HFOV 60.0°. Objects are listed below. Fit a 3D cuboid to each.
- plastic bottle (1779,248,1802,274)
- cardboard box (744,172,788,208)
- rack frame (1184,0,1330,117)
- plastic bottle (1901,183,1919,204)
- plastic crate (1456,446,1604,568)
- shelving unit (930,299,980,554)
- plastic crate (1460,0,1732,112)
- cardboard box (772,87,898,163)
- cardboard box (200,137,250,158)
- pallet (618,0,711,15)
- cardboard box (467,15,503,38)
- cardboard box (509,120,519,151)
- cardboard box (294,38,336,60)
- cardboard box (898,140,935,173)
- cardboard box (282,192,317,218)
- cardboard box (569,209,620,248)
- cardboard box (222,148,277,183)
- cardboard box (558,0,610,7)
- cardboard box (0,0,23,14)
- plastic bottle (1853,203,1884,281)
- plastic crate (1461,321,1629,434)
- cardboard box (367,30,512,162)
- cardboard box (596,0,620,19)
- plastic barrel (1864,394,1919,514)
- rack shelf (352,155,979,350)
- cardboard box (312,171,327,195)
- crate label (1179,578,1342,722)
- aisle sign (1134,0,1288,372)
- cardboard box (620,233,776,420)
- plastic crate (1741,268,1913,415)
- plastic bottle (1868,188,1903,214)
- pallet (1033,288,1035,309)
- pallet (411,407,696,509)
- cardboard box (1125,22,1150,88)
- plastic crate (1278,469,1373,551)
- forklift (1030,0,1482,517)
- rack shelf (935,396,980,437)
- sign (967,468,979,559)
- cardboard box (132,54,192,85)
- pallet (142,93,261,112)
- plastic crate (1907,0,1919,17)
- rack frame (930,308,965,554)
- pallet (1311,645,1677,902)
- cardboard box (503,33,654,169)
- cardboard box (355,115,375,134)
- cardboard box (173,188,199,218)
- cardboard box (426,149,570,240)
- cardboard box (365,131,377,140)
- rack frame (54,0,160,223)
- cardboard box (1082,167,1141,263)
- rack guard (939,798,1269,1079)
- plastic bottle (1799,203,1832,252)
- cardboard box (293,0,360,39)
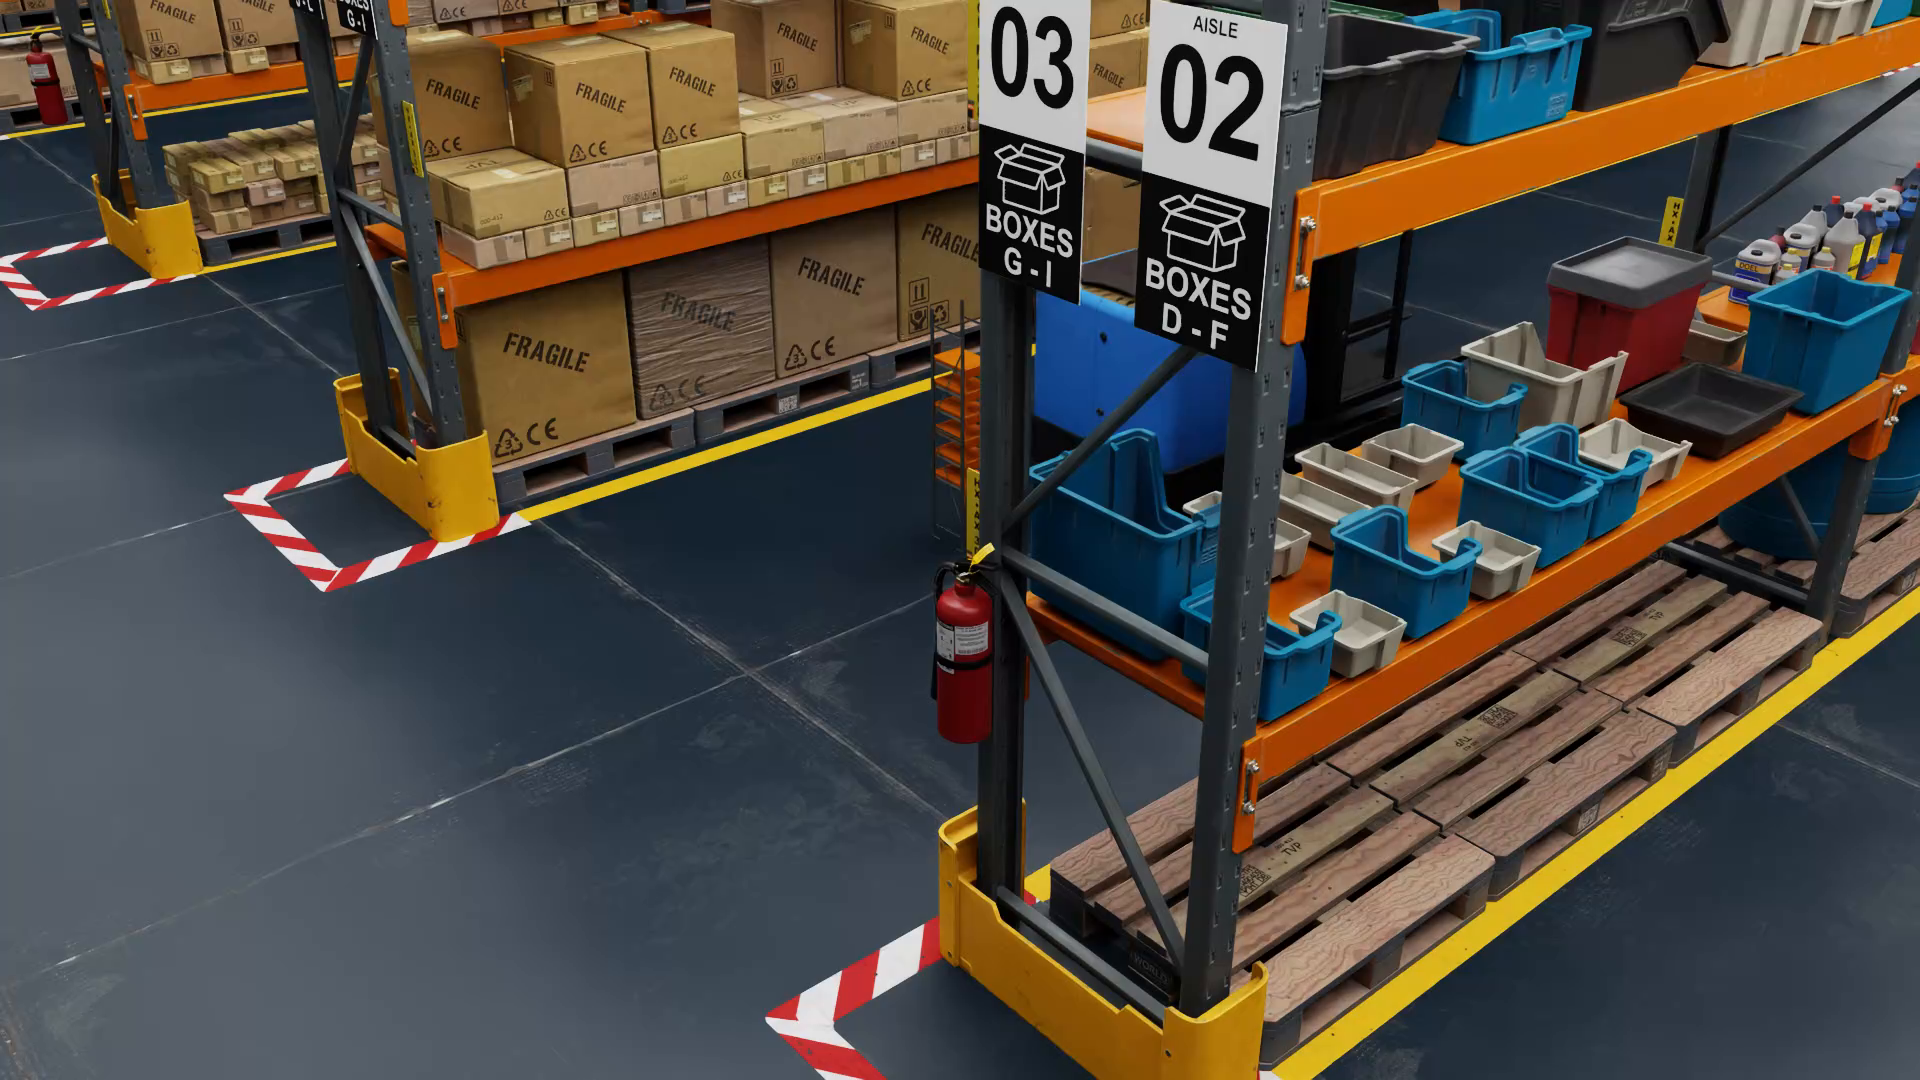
[{"bbox_3d":[3.768,-1.228,7.575,0.097,0.201,0.097,0,28,0],"label":"plastic bottle"},{"bbox_3d":[-1.137,-1.917,8.922,0.250,0.149,0.380,-23,36,-36],"label":"cardboard box"},{"bbox_3d":[0.424,-2.437,3.262,0.127,3.000,1.000,-22,35,-35],"label":"rack frame"},{"bbox_3d":[4.709,-1.637,8.266,0.097,0.271,0.097,0,28,0],"label":"plastic bottle"},{"bbox_3d":[1.827,-0.104,5.375,0.300,0.233,0.416,-22,35,-35],"label":"plastic crate"},{"bbox_3d":[0.011,-0.534,7.975,0.189,1.200,0.258,-22,35,-35],"label":"shelving unit"},{"bbox_3d":[1.765,-1.455,4.674,0.767,0.338,0.504,-22,35,-35],"label":"plastic crate"},{"bbox_3d":[-0.694,-2.311,9.235,0.500,0.250,0.500,-21,35,-34],"label":"cardboard box"},{"bbox_3d":[-5.466,-2.875,12.396,0.250,0.149,0.380,-21,35,-34],"label":"cardboard box"},{"bbox_3d":[-2.214,-4.697,14.060,1.213,0.211,1.003,-22,35,-35],"label":"pallet"},{"bbox_3d":[-3.722,-3.976,12.773,0.250,0.149,0.380,-24,36,-37],"label":"cardboard box"},{"bbox_3d":[-2.208,-2.030,8.710,0.500,0.250,0.500,-23,35,-36],"label":"cardboard box"},{"bbox_3d":[-4.737,-3.605,12.080,0.250,0.149,0.380,-22,35,-35],"label":"cardboard box"},{"bbox_3d":[-0.354,-2.233,9.512,0.250,0.149,0.380,-21,35,-34],"label":"cardboard box"},{"bbox_3d":[-4.996,-2.537,12.395,0.250,0.149,0.380,-21,35,-34],"label":"cardboard box"},{"bbox_3d":[-1.918,-1.604,8.335,0.250,0.149,0.380,-23,36,-36],"label":"cardboard box"},{"bbox_3d":[-5.182,-2.732,12.128,0.250,0.149,0.380,-21,35,-34],"label":"cardboard box"},{"bbox_3d":[-3.075,-4.526,13.115,0.500,0.500,0.500,-22,35,-35],"label":"cardboard box"},{"bbox_3d":[-11.245,-6.382,19.216,0.500,0.500,0.700,-20,34,-33],"label":"cardboard box"},{"bbox_3d":[4.188,-1.396,7.732,0.185,0.351,0.144,-22,35,-35],"label":"plastic bottle"},{"bbox_3d":[2.186,-0.588,6.229,0.530,0.282,0.437,-22,35,-35],"label":"plastic crate"},{"bbox_3d":[-2.591,-2.206,8.243,0.500,0.500,0.500,-21,35,-34],"label":"cardboard box"},{"bbox_3d":[-2.955,-4.318,13.413,0.250,0.149,0.380,-22,35,-35],"label":"cardboard box"},{"bbox_3d":[4.431,-0.651,8.067,0.708,0.901,0.600,-22,35,-35],"label":"plastic barrel"},{"bbox_3d":[-1.269,-1.861,9.314,4.000,0.370,1.077,-22,35,-35],"label":"rack shelf"},{"bbox_3d":[-4.729,-2.713,12.408,0.250,0.149,0.380,-21,34,-33],"label":"cardboard box"},{"bbox_3d":[0.825,0.299,4.622,0.303,0.233,0.416,-22,35,-35],"label":"crate label"},{"bbox_3d":[0.562,-0.809,3.823,0.004,0.787,0.394,-22,35,-35],"label":"aisle sign"},{"bbox_3d":[-1.663,-1.318,9.342,0.875,0.875,0.875,-22,35,-35],"label":"cardboard box"},{"bbox_3d":[3.333,-0.769,6.459,0.575,0.384,0.392,-22,35,-35],"label":"plastic crate"},{"bbox_3d":[4.497,-1.574,8.145,0.135,0.276,0.152,-22,35,-35],"label":"plastic bottle"},{"bbox_3d":[0.790,-1.824,11.438,1.213,0.211,1.003,-22,35,-35],"label":"pallet"},{"bbox_3d":[-2.233,-0.609,9.167,1.213,0.211,1.003,-22,35,-35],"label":"pallet"},{"bbox_3d":[1.146,-3.040,10.649,0.500,0.500,0.500,-22,35,-35],"label":"cardboard box"},{"bbox_3d":[1.157,-0.099,5.468,0.243,0.136,0.396,-22,35,-35],"label":"plastic crate"},{"bbox_3d":[1.841,-1.966,8.819,3.031,2.935,1.130,-21,35,-34],"label":"forklift"},{"bbox_3d":[0.011,-0.600,7.940,0.180,0.103,0.258,-22,35,-35],"label":"rack shelf"},{"bbox_3d":[0.055,-0.055,4.997,0.005,0.325,0.100,-22,35,-35],"label":"sign"},{"bbox_3d":[-5.474,-3.247,11.410,0.250,0.149,0.380,-22,35,-35],"label":"cardboard box"},{"bbox_3d":[-7.738,-4.534,16.510,1.213,0.211,1.003,-22,35,-35],"label":"pallet"},{"bbox_3d":[3.341,-2.006,5.863,0.662,0.188,0.450,-22,35,-35],"label":"plastic crate"},{"bbox_3d":[-0.059,-0.506,7.923,0.006,1.200,0.240,-22,35,-35],"label":"rack frame"},{"bbox_3d":[2.004,0.829,6.474,1.213,0.211,1.003,-22,35,-35],"label":"pallet"},{"bbox_3d":[-1.870,-2.165,8.167,0.500,0.500,0.500,-23,36,-36],"label":"cardboard box"},{"bbox_3d":[-4.673,-3.200,13.003,0.250,0.149,0.380,-23,36,-36],"label":"cardboard box"},{"bbox_3d":[-5.668,-2.540,12.399,0.250,0.149,0.380,-21,35,-34],"label":"cardboard box"},{"bbox_3d":[-2.250,-1.682,8.058,0.500,0.250,0.500,-23,36,-36],"label":"cardboard box"},{"bbox_3d":[-4.326,-3.014,12.656,0.250,0.149,0.380,-21,35,-34],"label":"cardboard box"},{"bbox_3d":[-5.933,-3.376,11.385,0.127,3.000,1.000,-22,35,-35],"label":"rack frame"},{"bbox_3d":[0.726,-2.241,11.070,0.875,0.875,1.225,-22,35,-35],"label":"cardboard box"},{"bbox_3d":[0.414,1.324,5.243,0.348,0.500,1.175,-22,35,-35],"label":"rack guard"},{"bbox_3d":[3.954,-1.391,7.723,0.185,0.351,0.144,-22,35,-35],"label":"plastic bottle"},{"bbox_3d":[-4.641,-3.908,11.958,0.500,0.500,0.500,-21,35,-34],"label":"cardboard box"}]
